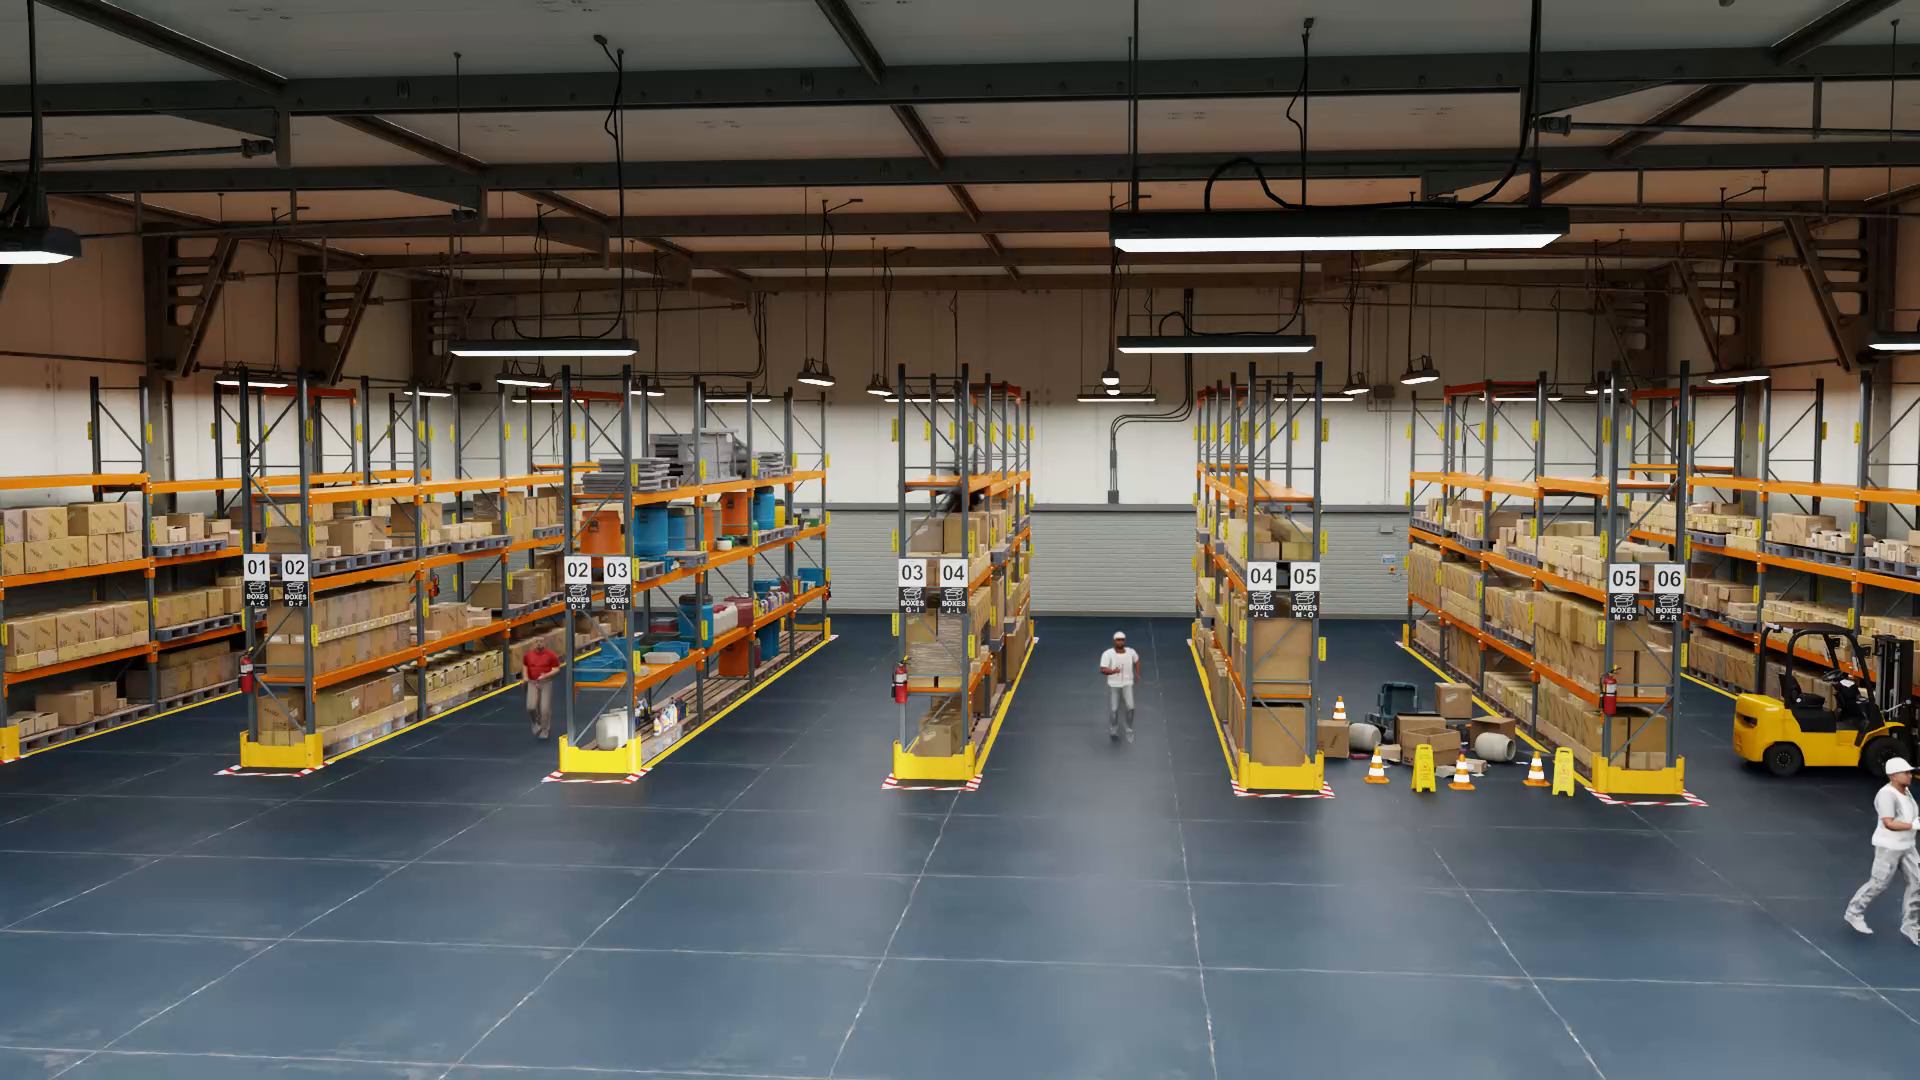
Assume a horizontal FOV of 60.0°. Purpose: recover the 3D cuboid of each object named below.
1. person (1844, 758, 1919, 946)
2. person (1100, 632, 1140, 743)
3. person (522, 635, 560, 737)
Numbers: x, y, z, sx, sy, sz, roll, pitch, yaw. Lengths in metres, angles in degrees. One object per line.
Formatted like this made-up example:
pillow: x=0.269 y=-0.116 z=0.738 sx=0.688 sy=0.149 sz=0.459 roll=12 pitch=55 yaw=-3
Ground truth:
person: x=9.167 y=3.058 z=16.350 sx=0.673 sy=1.858 sz=0.821 roll=-3 pitch=5 yaw=-37
person: x=2.618 y=2.394 z=27.030 sx=0.684 sy=1.816 sz=0.731 roll=0 pitch=4 yaw=-3
person: x=-6.881 y=2.407 z=27.207 sx=0.651 sy=1.684 sz=0.602 roll=0 pitch=4 yaw=-4
